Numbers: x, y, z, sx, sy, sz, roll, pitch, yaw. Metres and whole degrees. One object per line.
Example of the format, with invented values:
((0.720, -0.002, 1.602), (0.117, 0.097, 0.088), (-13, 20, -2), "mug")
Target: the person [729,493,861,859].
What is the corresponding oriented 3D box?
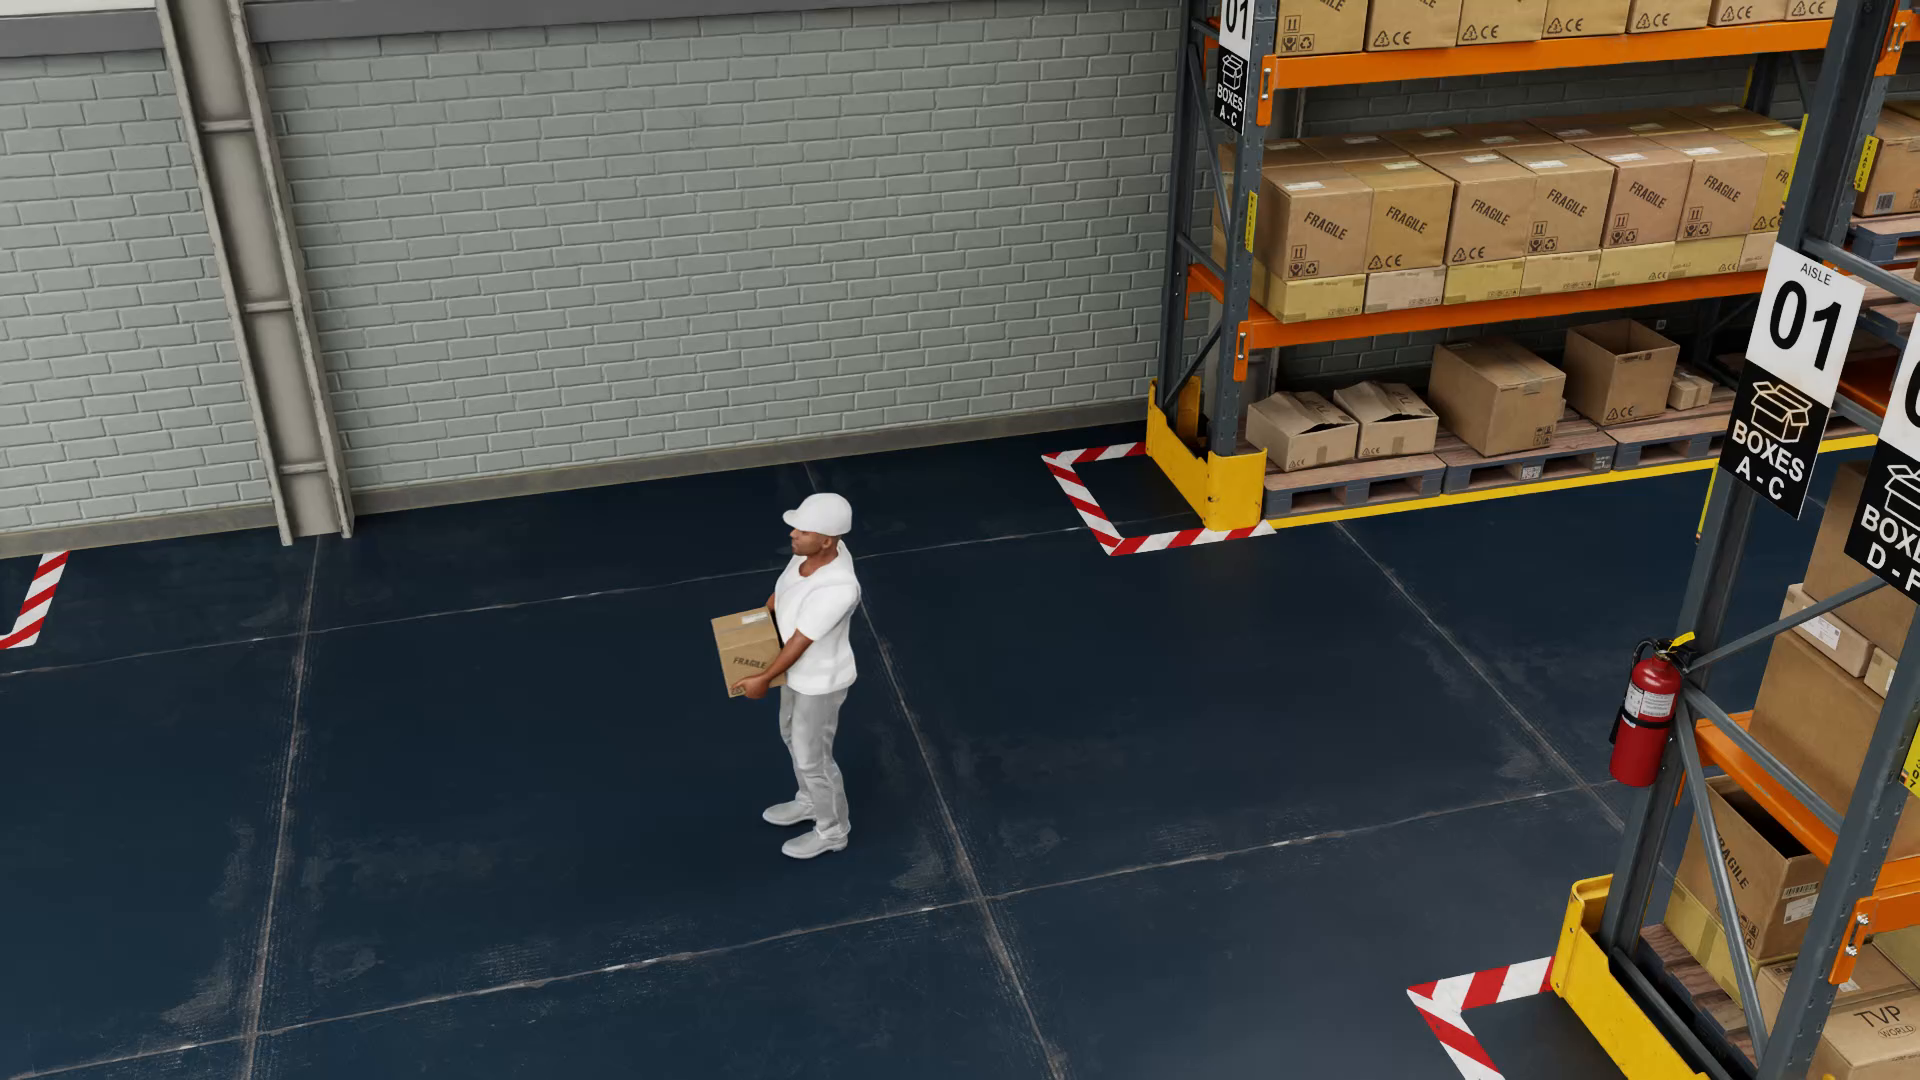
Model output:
((-0.722, 0.592, 7.199), (0.586, 1.762, 0.502), (-8, 31, -13), "person")
